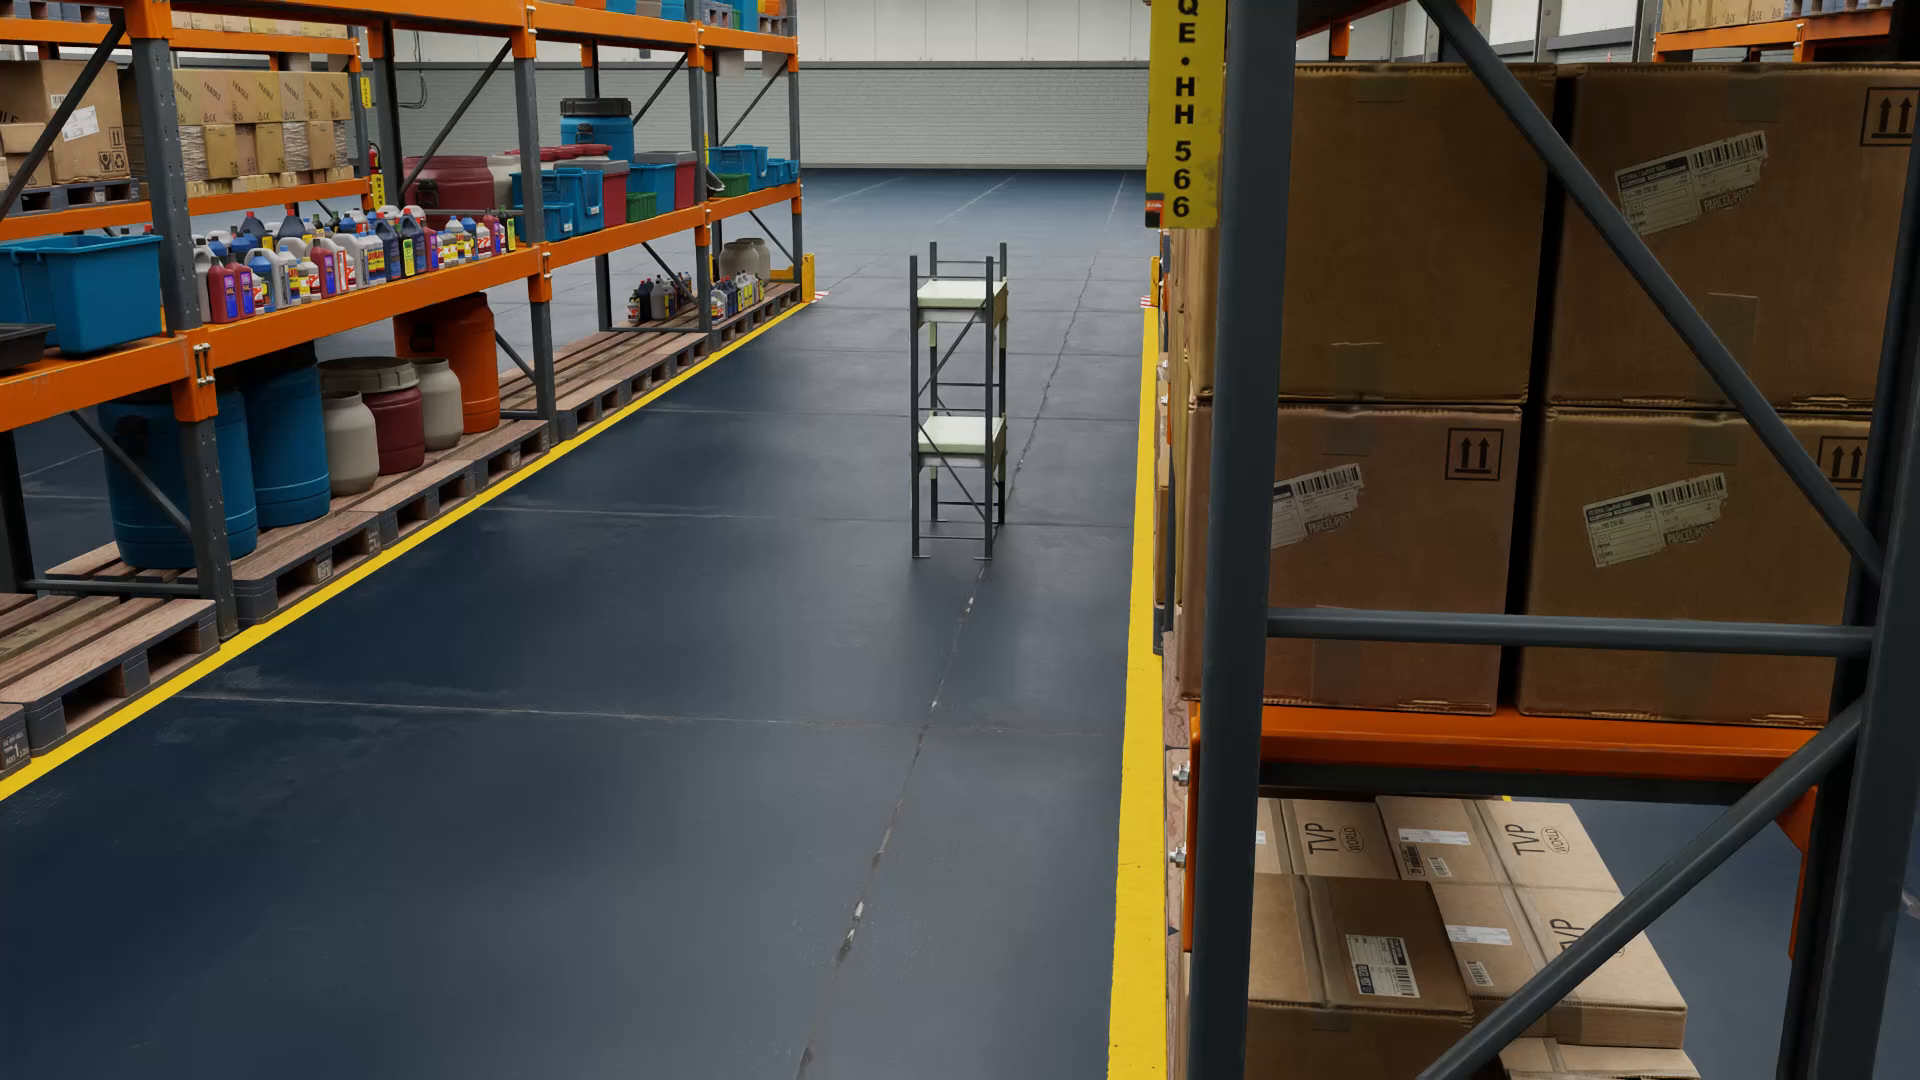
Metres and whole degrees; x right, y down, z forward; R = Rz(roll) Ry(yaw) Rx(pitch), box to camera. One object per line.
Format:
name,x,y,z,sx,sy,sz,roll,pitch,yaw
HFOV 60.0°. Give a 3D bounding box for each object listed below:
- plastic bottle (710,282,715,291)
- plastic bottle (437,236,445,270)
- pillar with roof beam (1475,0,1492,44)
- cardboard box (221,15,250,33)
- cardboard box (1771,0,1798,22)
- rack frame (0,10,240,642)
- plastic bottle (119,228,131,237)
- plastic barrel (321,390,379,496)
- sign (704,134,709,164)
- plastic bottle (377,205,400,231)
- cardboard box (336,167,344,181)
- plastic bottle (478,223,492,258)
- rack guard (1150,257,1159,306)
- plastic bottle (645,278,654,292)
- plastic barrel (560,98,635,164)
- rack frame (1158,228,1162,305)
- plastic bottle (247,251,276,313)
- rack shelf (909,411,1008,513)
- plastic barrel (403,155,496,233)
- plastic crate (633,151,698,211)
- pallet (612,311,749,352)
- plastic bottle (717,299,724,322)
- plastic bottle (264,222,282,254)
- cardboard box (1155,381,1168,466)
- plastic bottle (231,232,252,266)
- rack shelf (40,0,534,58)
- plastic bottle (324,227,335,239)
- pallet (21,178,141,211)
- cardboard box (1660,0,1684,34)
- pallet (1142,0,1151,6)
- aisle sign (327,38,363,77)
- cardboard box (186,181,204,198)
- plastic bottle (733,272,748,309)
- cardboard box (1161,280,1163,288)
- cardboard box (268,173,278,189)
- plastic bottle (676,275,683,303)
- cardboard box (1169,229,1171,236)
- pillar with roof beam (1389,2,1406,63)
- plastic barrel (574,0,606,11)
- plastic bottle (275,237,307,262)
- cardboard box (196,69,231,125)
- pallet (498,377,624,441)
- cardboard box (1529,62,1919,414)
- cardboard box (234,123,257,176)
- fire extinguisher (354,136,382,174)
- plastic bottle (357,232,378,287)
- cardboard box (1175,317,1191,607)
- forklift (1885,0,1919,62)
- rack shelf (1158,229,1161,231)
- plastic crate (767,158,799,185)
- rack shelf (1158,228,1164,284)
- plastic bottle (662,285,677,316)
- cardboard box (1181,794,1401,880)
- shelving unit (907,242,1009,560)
plastic bottle,-2.349,-2.255,15.485,0.144,0.351,0.185,2,15,6
plastic bottle,-2.916,-1.603,9.223,0.097,0.201,0.097,0,15,0
pillar with roof beam,6.120,-11.349,33.395,9.100,9.000,0.400,2,15,6
cardboard box,-7.204,-5.016,16.007,0.500,0.250,0.500,1,15,4
cardboard box,6.947,-4.473,13.480,0.500,0.500,0.500,2,15,8
rack frame,-3.612,-1.045,6.779,1.000,3.000,0.127,2,15,6
plastic bottle,-3.833,-1.269,7.703,0.144,0.351,0.185,2,15,6
plastic barrel,-3.301,-0.514,8.780,0.421,0.512,0.421,0,15,0
sign,-2.804,-4.308,18.317,0.100,0.325,0.005,2,15,6
plastic bottle,-3.530,-1.920,10.252,0.152,0.276,0.135,2,15,6
cardboard box,-7.035,-4.037,18.326,0.380,0.149,0.250,2,15,6
plastic bottle,-2.839,-1.779,9.877,0.097,0.201,0.097,0,15,0
rack guard,2.667,-2.810,18.095,1.175,0.500,0.348,2,15,6
plastic bottle,-2.901,-2.278,15.574,0.144,0.351,0.185,1,15,3
plastic barrel,-3.053,-3.270,14.049,0.600,0.901,0.708,2,15,6
rack frame,2.664,-4.010,17.746,1.000,3.000,0.127,2,15,6
plastic bottle,-3.125,-1.155,7.435,0.097,0.271,0.097,0,15,0
rack shelf,0.001,-0.411,8.558,0.431,0.370,0.720,2,15,6
plastic barrel,-3.409,-2.277,11.076,0.600,0.536,0.708,2,15,6
plastic crate,-2.459,-3.016,13.946,0.402,0.464,0.583,2,15,6
pallet,-2.592,-1.946,15.456,1.003,0.211,1.213,2,15,6
plastic bottle,-2.214,-2.104,15.213,0.097,0.201,0.097,0,15,0
plastic bottle,-3.687,-1.560,8.922,0.152,0.276,0.135,2,15,6
cardboard box,1.311,-0.565,8.953,0.500,0.500,0.500,1,15,6
plastic bottle,-3.623,-1.416,8.399,0.097,0.271,0.097,0,15,0
rack shelf,-3.386,-2.664,8.400,1.077,0.370,4.000,2,15,6
plastic bottle,-3.638,-1.700,9.582,0.097,0.201,0.097,0,15,0
pallet,-7.861,-2.979,14.300,1.003,0.211,1.213,2,15,6
cardboard box,7.300,-5.292,16.509,0.500,0.500,0.500,2,15,8
pallet,1.749,-3.471,10.366,1.213,0.211,1.003,2,15,9
aisle sign,-6.874,-5.565,18.516,0.394,0.787,0.004,2,15,6
cardboard box,-7.266,-3.256,15.436,0.380,0.149,0.250,2,15,6
plastic bottle,-2.136,-2.410,16.058,0.144,0.351,0.185,2,15,6
cardboard box,1.918,-2.019,13.771,0.500,0.311,0.500,2,15,6
cardboard box,-7.168,-3.647,16.883,0.380,0.149,0.250,2,15,6
plastic bottle,-2.810,-2.502,16.554,0.097,0.271,0.097,0,15,0
cardboard box,0.919,-1.181,5.176,0.500,0.500,0.500,1,15,5
pillar with roof beam,7.474,-14.462,44.905,9.100,9.000,0.400,2,15,6
plastic barrel,-2.778,-4.114,11.559,0.600,0.830,0.708,2,15,6
plastic bottle,-3.227,-1.338,8.102,0.152,0.276,0.135,2,15,6
cardboard box,-7.272,-4.179,15.693,0.500,0.500,0.500,2,15,6
pallet,-3.034,-0.936,11.718,1.003,0.211,1.213,2,15,6
cardboard box,1.170,-0.499,2.652,0.500,0.500,0.500,2,15,8
cardboard box,-7.470,-3.833,16.331,0.875,0.500,0.500,2,15,6
fire extinguisher,-6.708,-4.282,18.898,0.296,0.674,0.183,2,15,6
plastic bottle,-3.010,-1.421,8.417,0.097,0.271,0.097,0,15,0
cardboard box,0.694,-0.167,3.343,0.500,0.500,0.500,2,15,7
forklift,4.494,-0.977,6.661,3.031,2.935,1.130,-1,15,-5
rack shelf,2.438,-3.144,15.921,1.077,0.370,4.000,2,15,6
plastic crate,-2.017,-3.947,17.796,0.499,0.251,0.616,2,15,6
rack shelf,1.987,-2.107,12.085,1.077,0.370,4.000,2,15,6
plastic bottle,-2.751,-2.245,15.591,0.152,0.276,0.135,2,15,6
cardboard box,0.812,0.861,4.157,0.500,0.250,0.500,2,15,6
shelving unit,0.001,-0.726,8.473,0.431,1.500,0.755,2,15,6
